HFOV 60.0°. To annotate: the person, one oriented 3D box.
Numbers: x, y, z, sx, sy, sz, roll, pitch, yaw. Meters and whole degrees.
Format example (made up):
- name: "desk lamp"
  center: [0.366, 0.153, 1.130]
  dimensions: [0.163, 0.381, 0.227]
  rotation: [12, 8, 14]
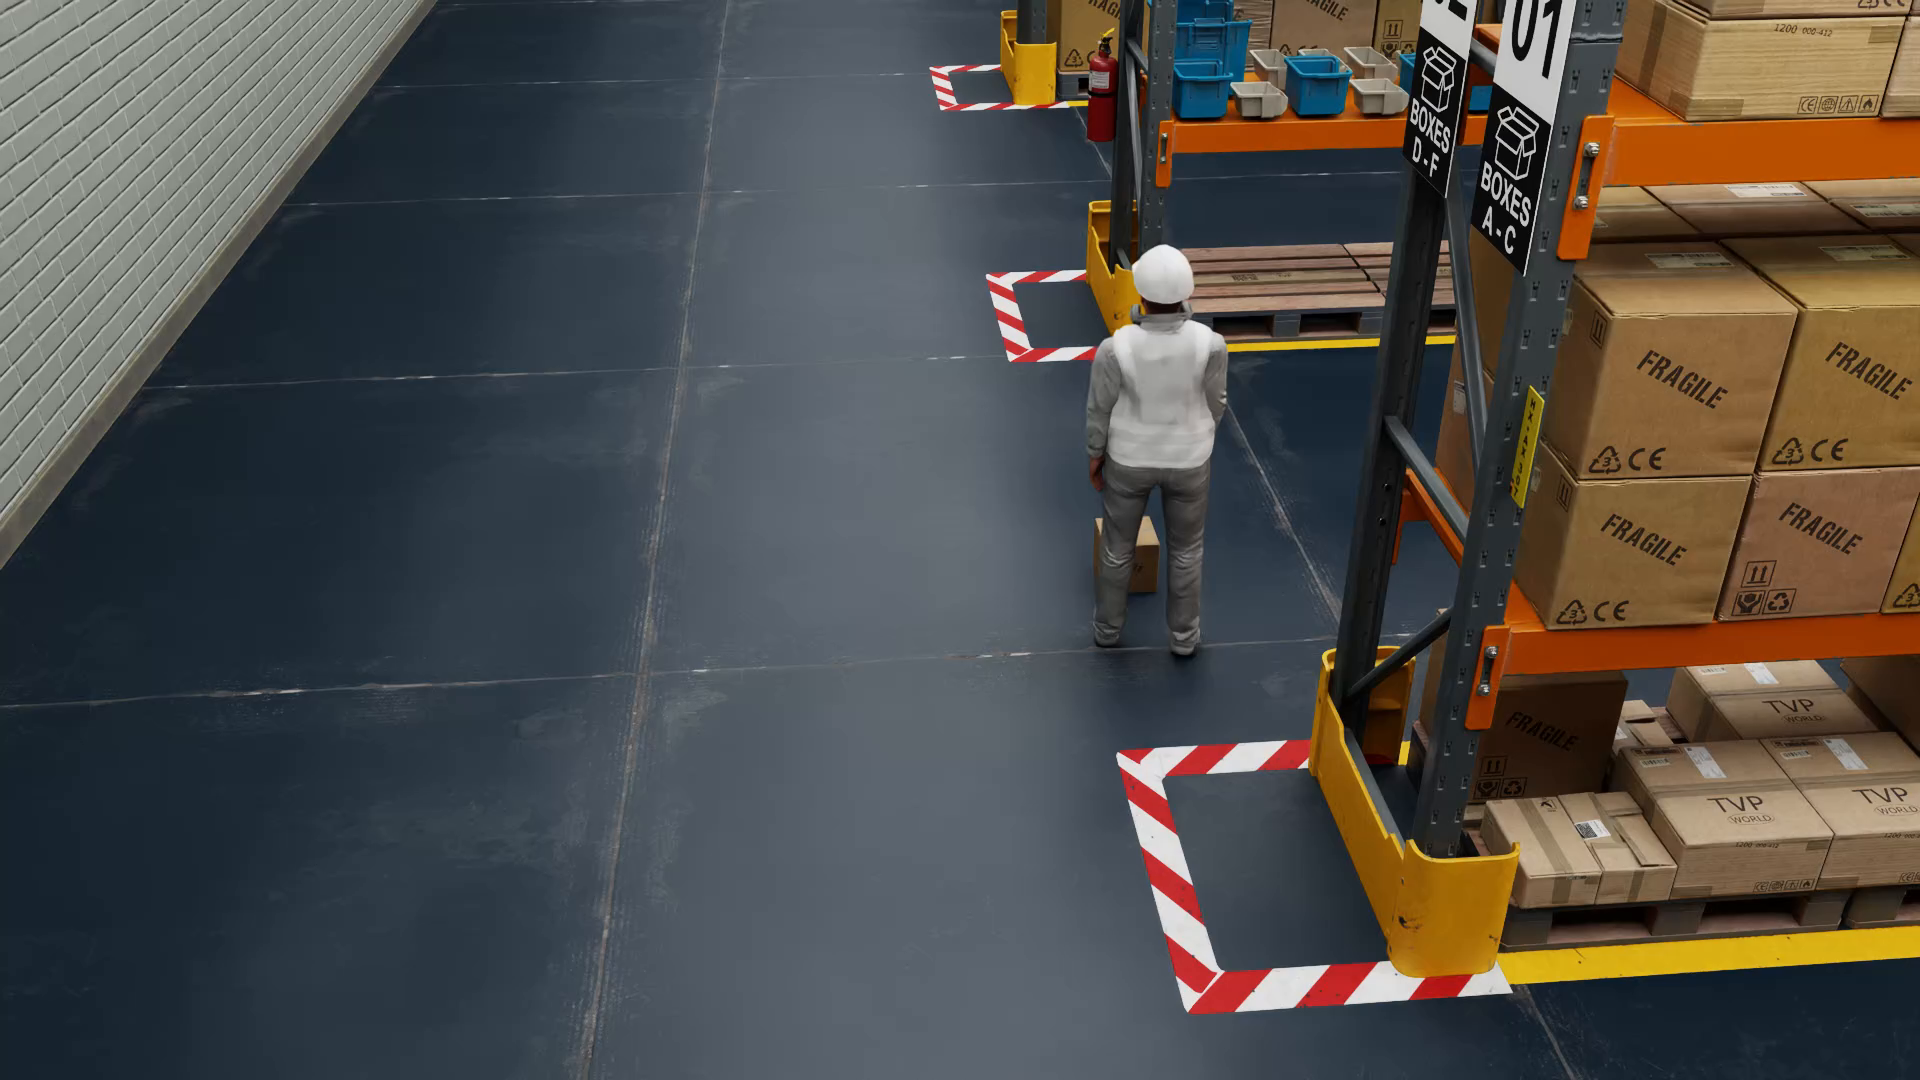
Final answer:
- name: "person"
  center: [0.768, -0.344, 6.682]
  dimensions: [0.544, 1.803, 0.394]
  rotation: [1, 31, 2]
